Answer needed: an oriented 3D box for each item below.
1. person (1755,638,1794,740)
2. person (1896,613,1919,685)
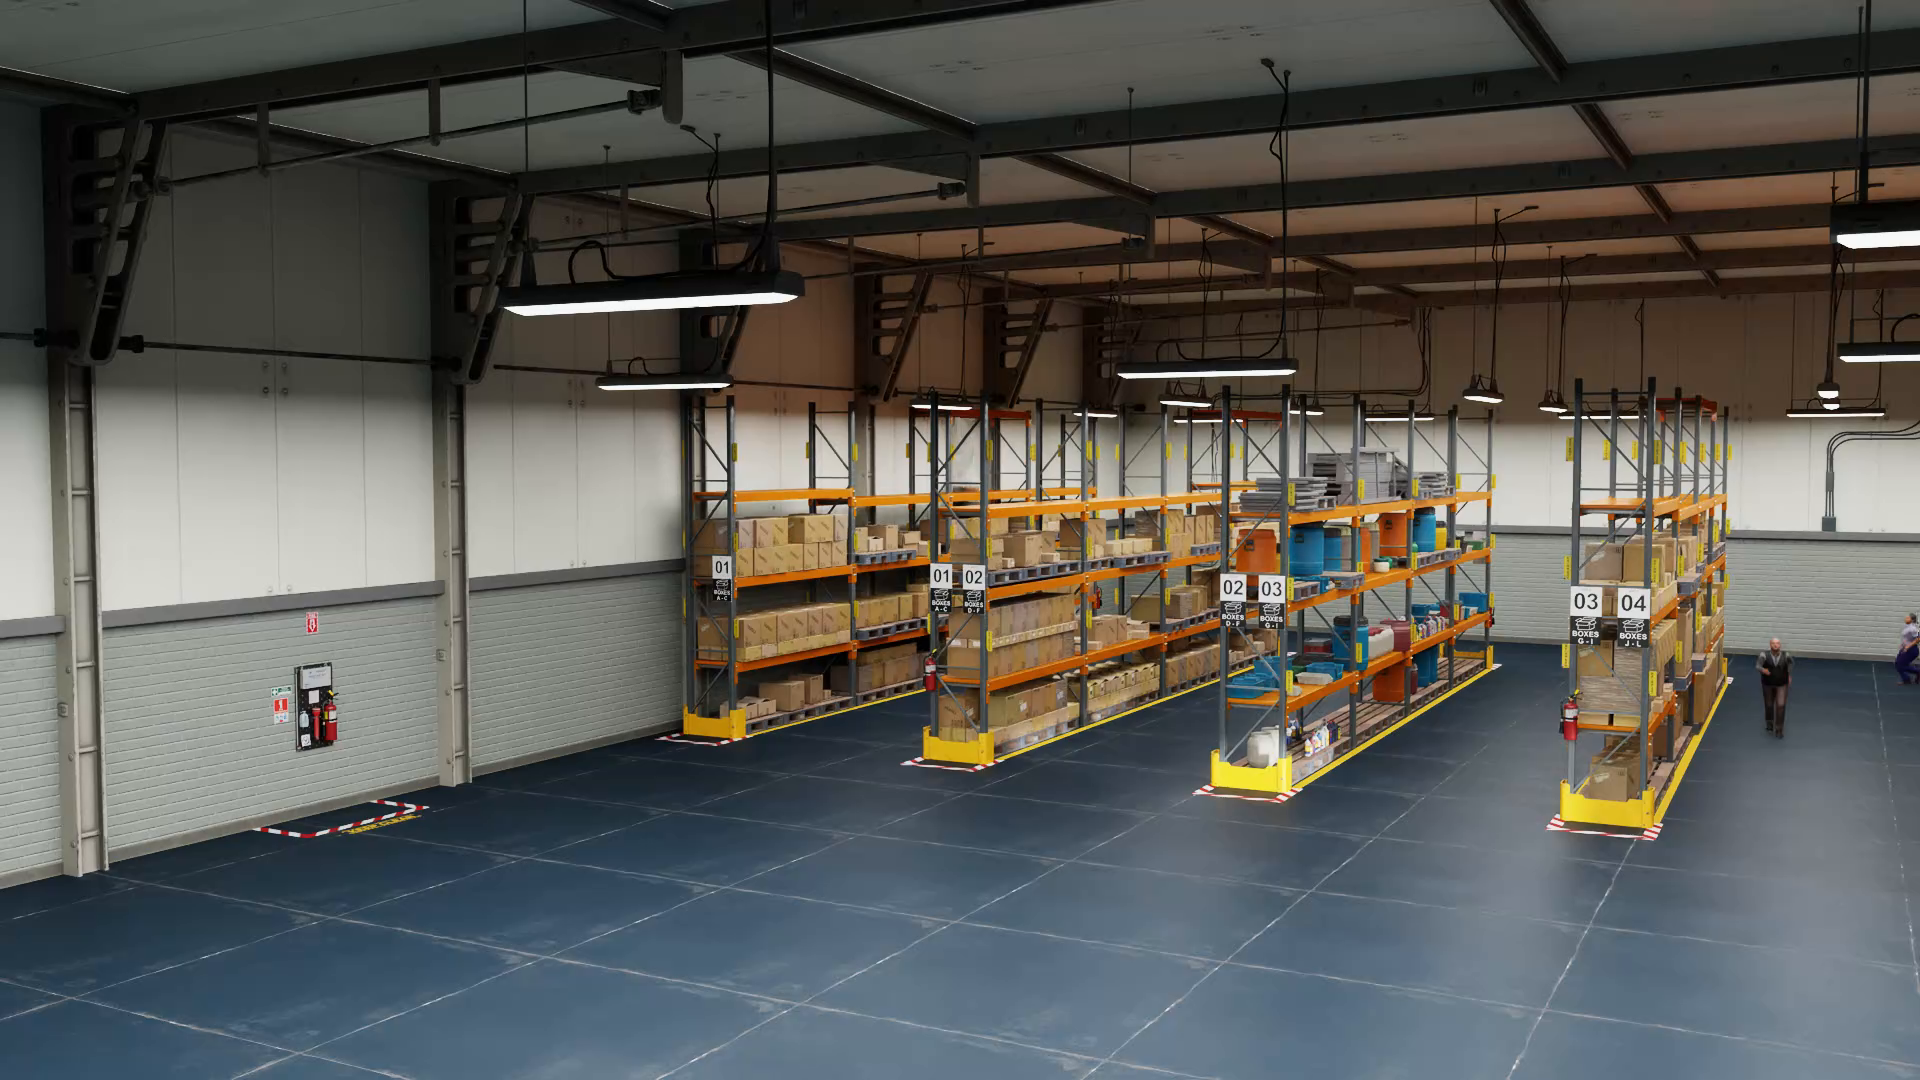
[{"bbox_3d":[14.371,2.588,29.359,0.610,1.754,0.889,2,3,29],"label":"person"},{"bbox_3d":[20.337,2.353,35.557,0.519,1.589,0.648,1,3,21],"label":"person"}]
